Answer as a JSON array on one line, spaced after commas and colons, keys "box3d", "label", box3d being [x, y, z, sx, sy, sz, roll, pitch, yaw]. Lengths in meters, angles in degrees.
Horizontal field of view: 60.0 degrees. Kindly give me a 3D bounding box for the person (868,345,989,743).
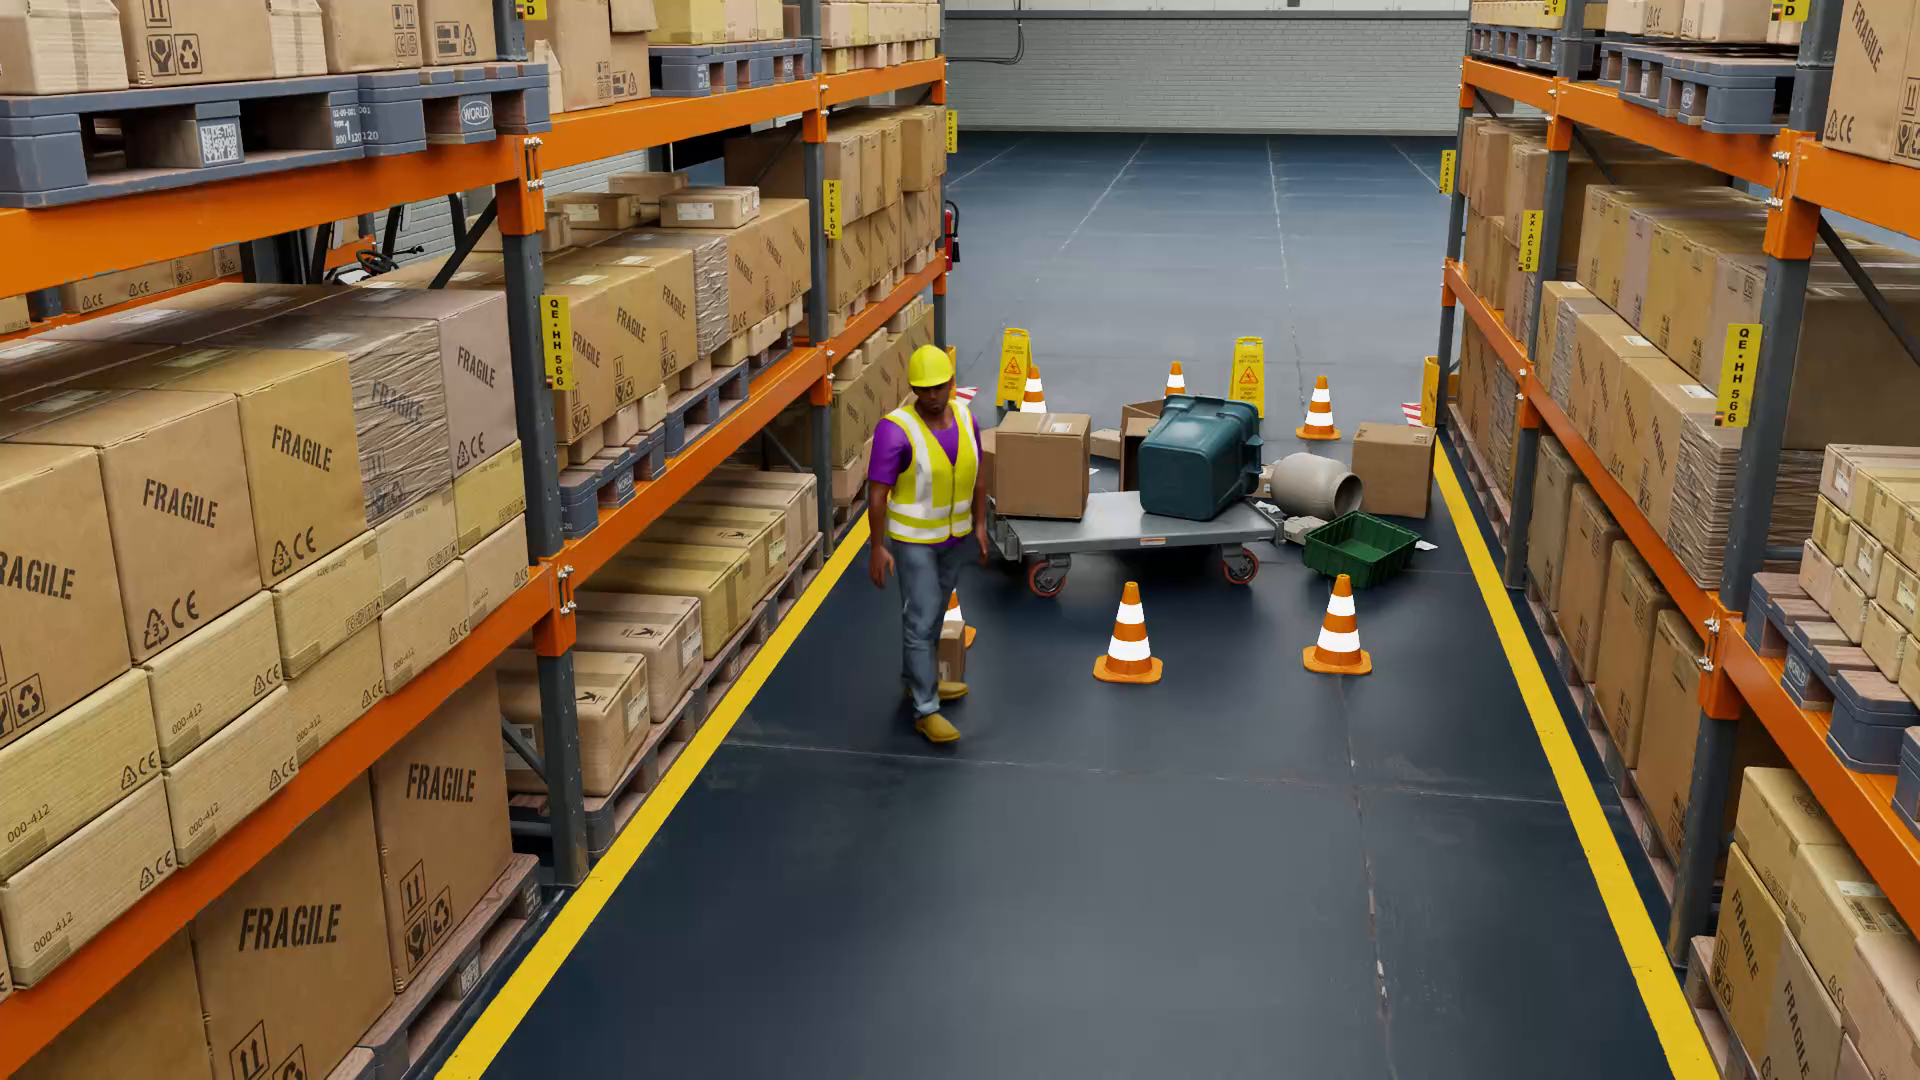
[{"box3d": [-0.121, -0.002, 7.475, 0.629, 1.766, 0.616, -16, 24, -41], "label": "person"}]
